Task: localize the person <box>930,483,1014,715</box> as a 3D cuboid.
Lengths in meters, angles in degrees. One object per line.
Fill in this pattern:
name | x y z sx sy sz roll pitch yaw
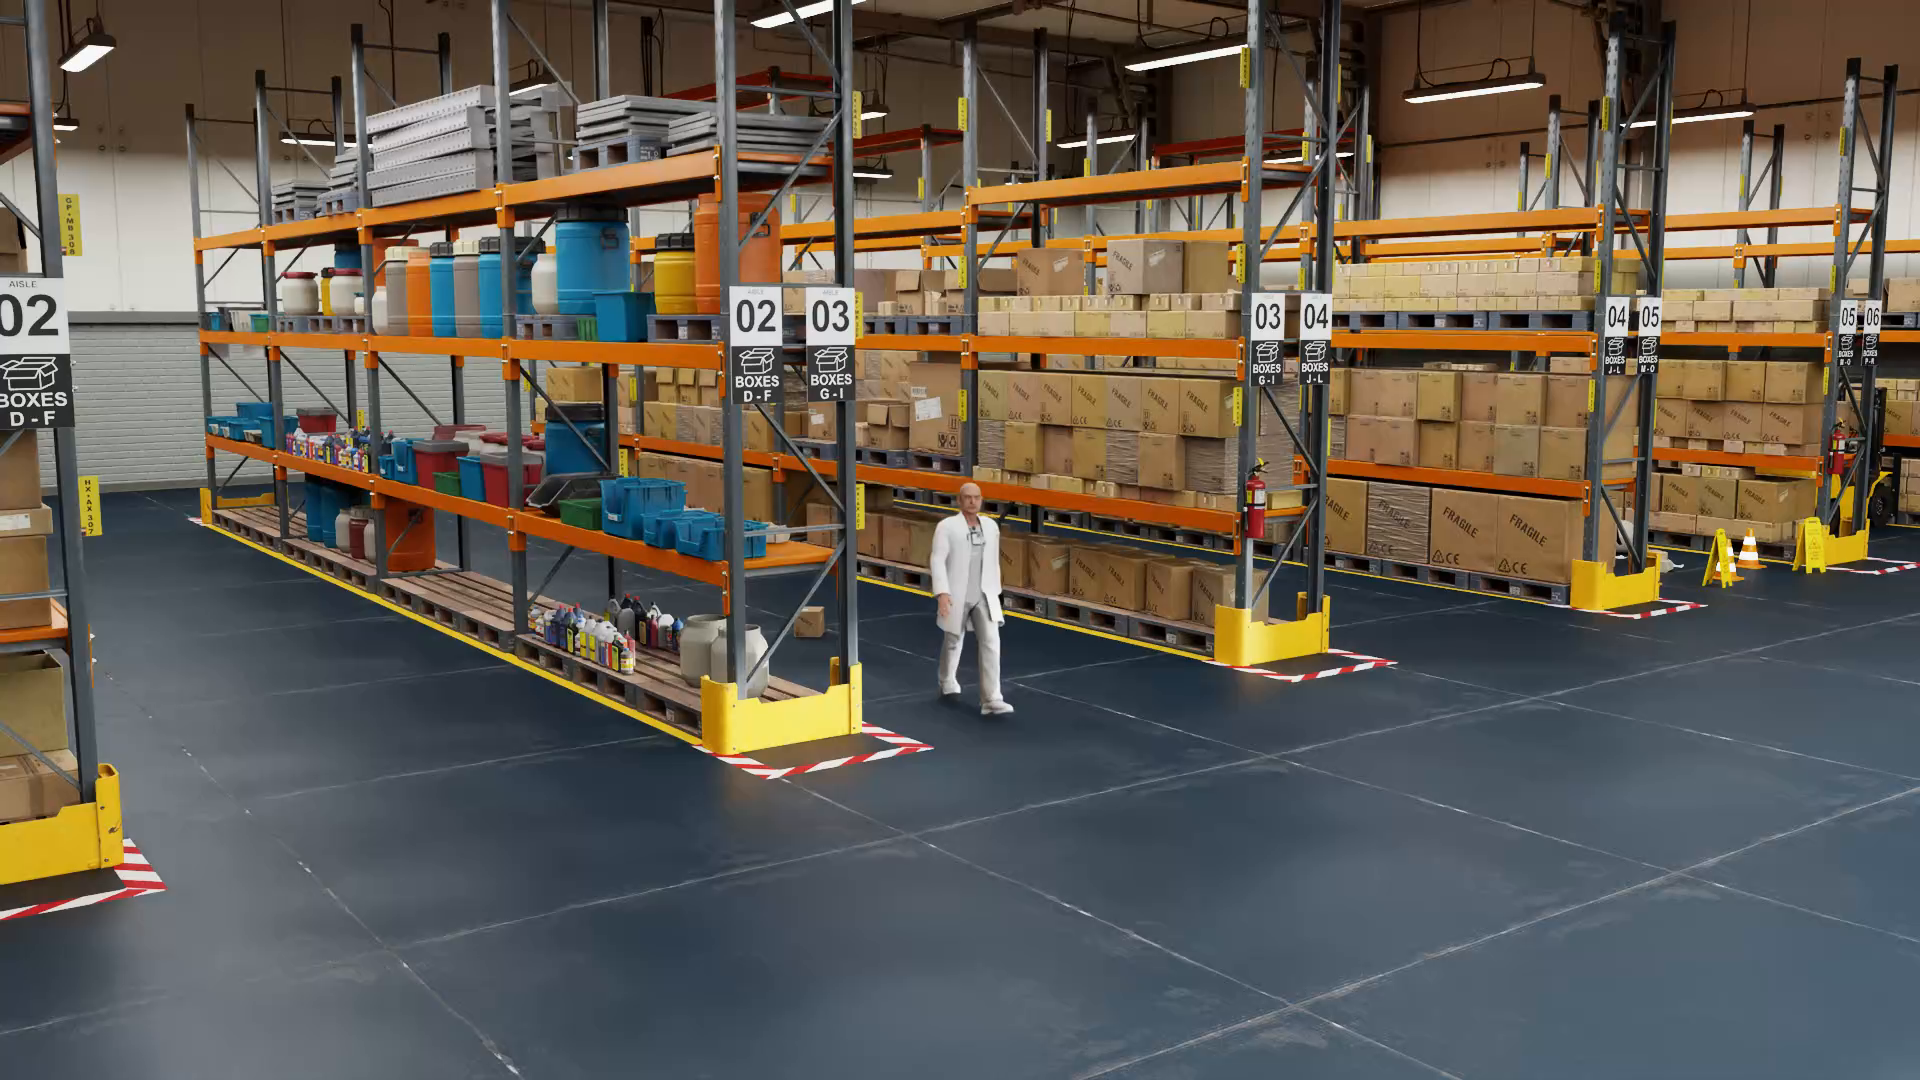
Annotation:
person | 0.072 0.431 12.662 0.613 1.724 1.145 -2 8 -13
